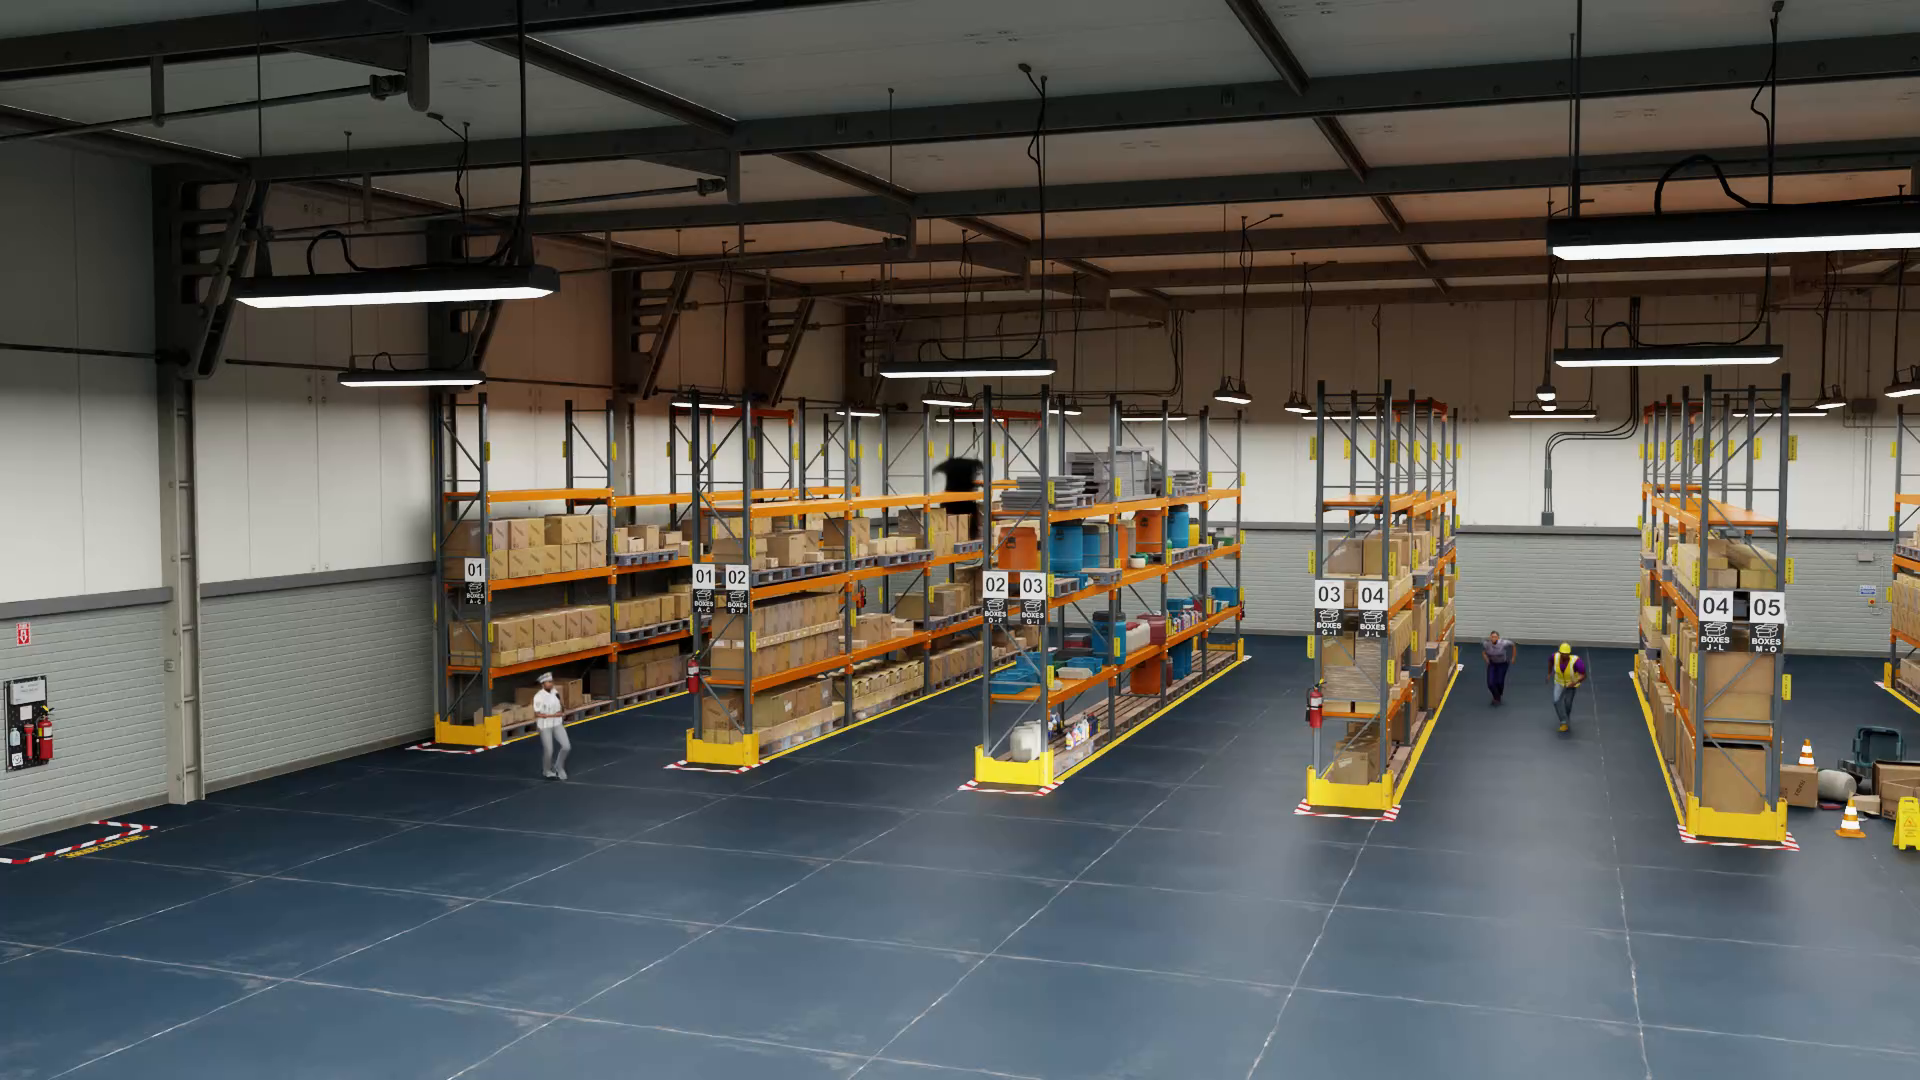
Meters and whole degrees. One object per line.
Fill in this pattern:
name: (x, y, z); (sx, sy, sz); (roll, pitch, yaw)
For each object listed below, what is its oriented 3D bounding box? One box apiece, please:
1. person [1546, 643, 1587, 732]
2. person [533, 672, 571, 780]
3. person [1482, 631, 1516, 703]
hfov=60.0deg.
person: (10.928, 2.609, 29.931); (0.712, 1.591, 1.139); (2, 3, 28)
person: (-6.238, 2.835, 25.236); (0.527, 1.688, 0.623); (-3, 4, -42)
person: (10.645, 2.525, 32.863); (0.634, 1.466, 0.775); (2, 3, 27)
